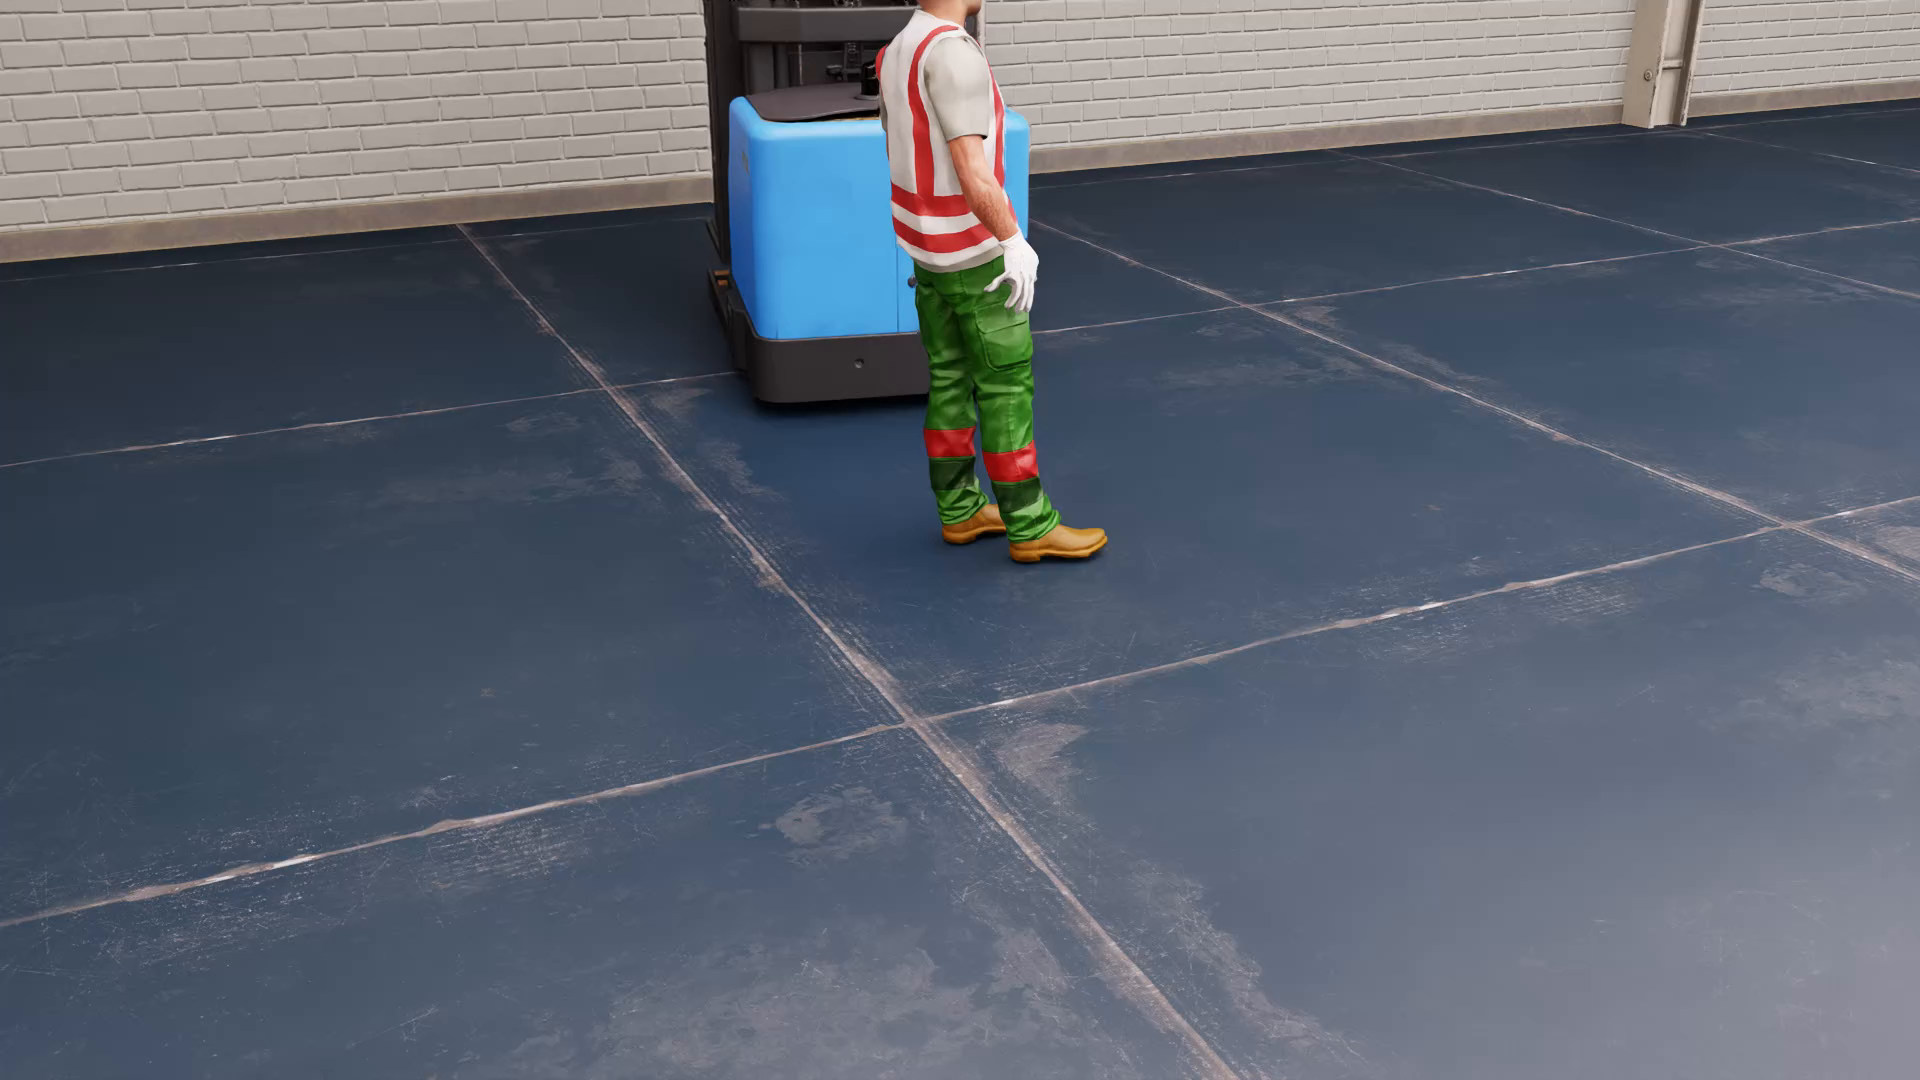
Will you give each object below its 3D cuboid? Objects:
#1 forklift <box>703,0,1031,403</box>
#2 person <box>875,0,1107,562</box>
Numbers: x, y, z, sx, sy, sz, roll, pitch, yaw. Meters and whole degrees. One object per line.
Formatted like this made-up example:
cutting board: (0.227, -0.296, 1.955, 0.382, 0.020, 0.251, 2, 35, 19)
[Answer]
forklift: (-0.557, -2.393, 7.047, 1.130, 2.935, 3.031, -5, 23, -12)
person: (0.077, -0.842, 4.782, 0.564, 1.787, 0.638, -10, 25, -23)
